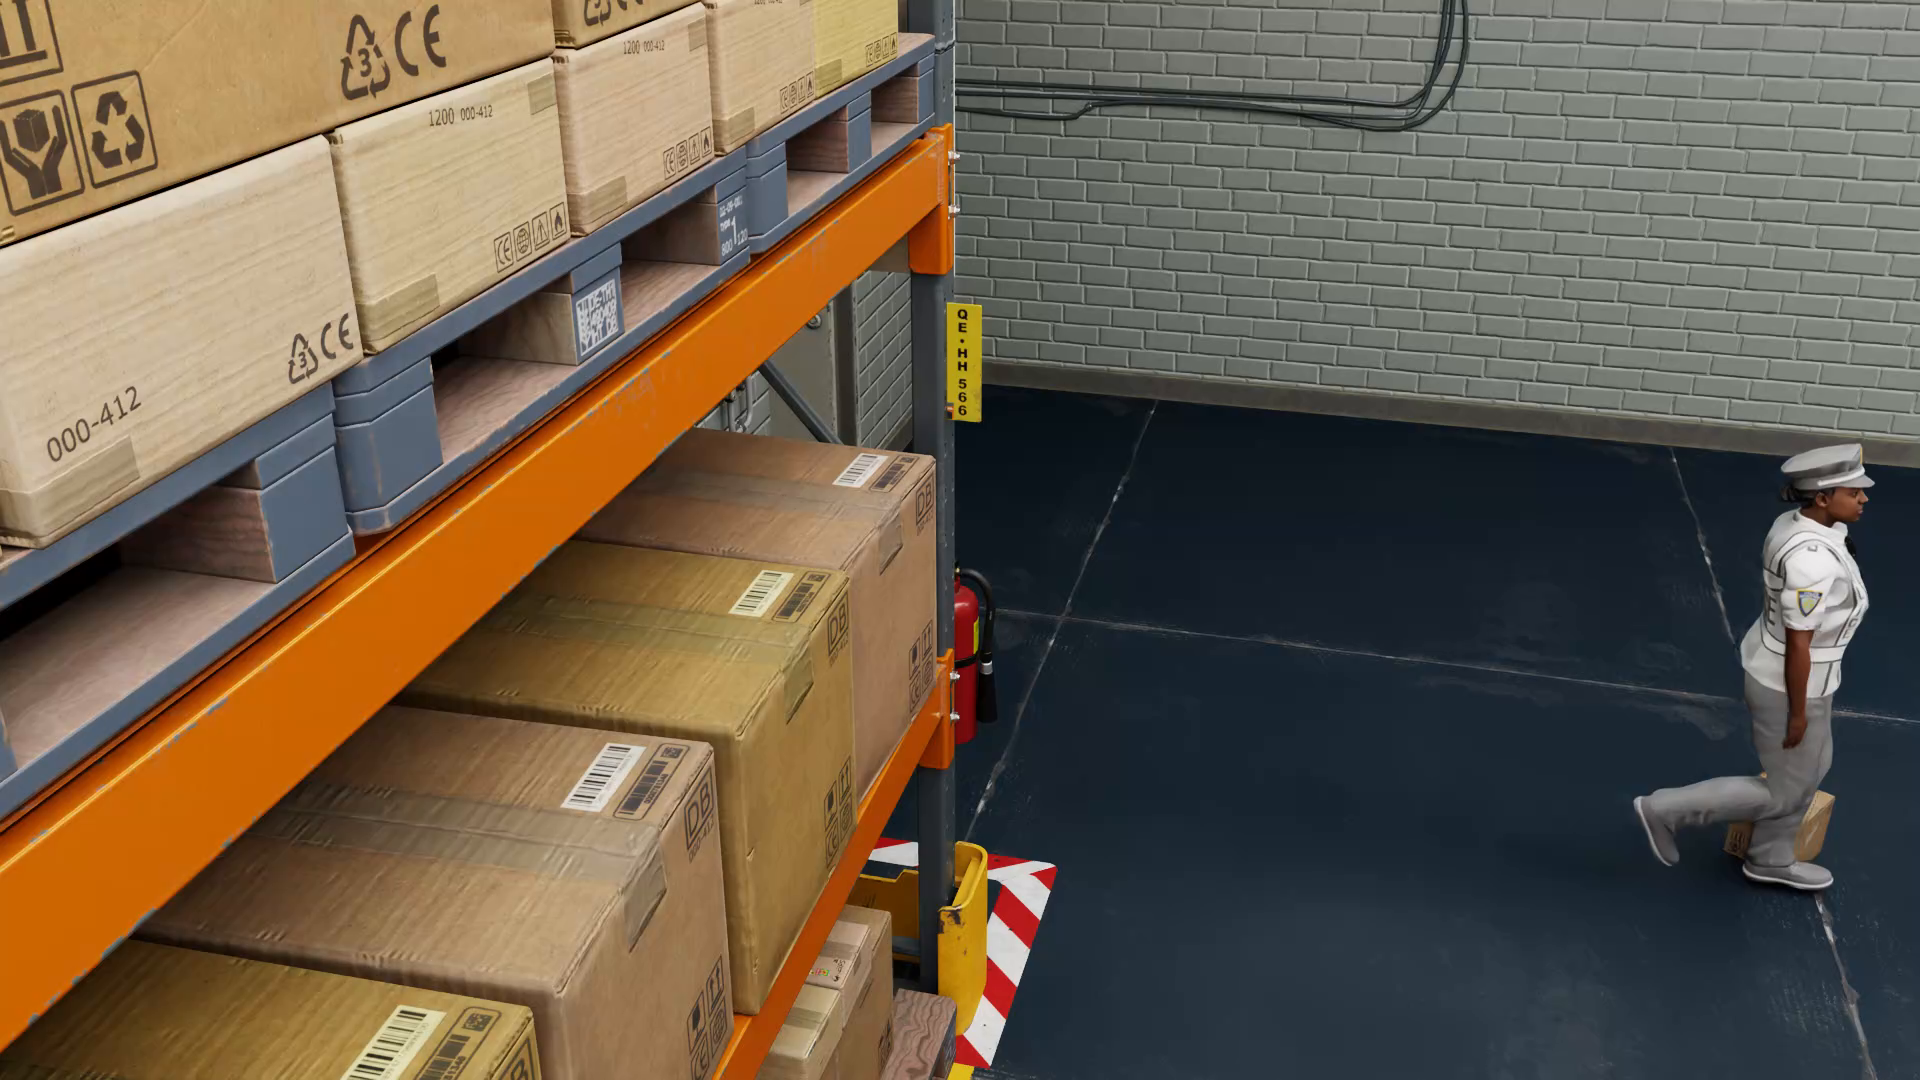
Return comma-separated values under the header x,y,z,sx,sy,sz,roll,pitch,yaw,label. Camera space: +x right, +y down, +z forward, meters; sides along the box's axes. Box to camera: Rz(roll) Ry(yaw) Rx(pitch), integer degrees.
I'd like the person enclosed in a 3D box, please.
x,y,z,sx,sy,sz,roll,pitch,yaw,label
4.944,2.843,0.402,9.065,1.806,9.438,10,27,20,person
